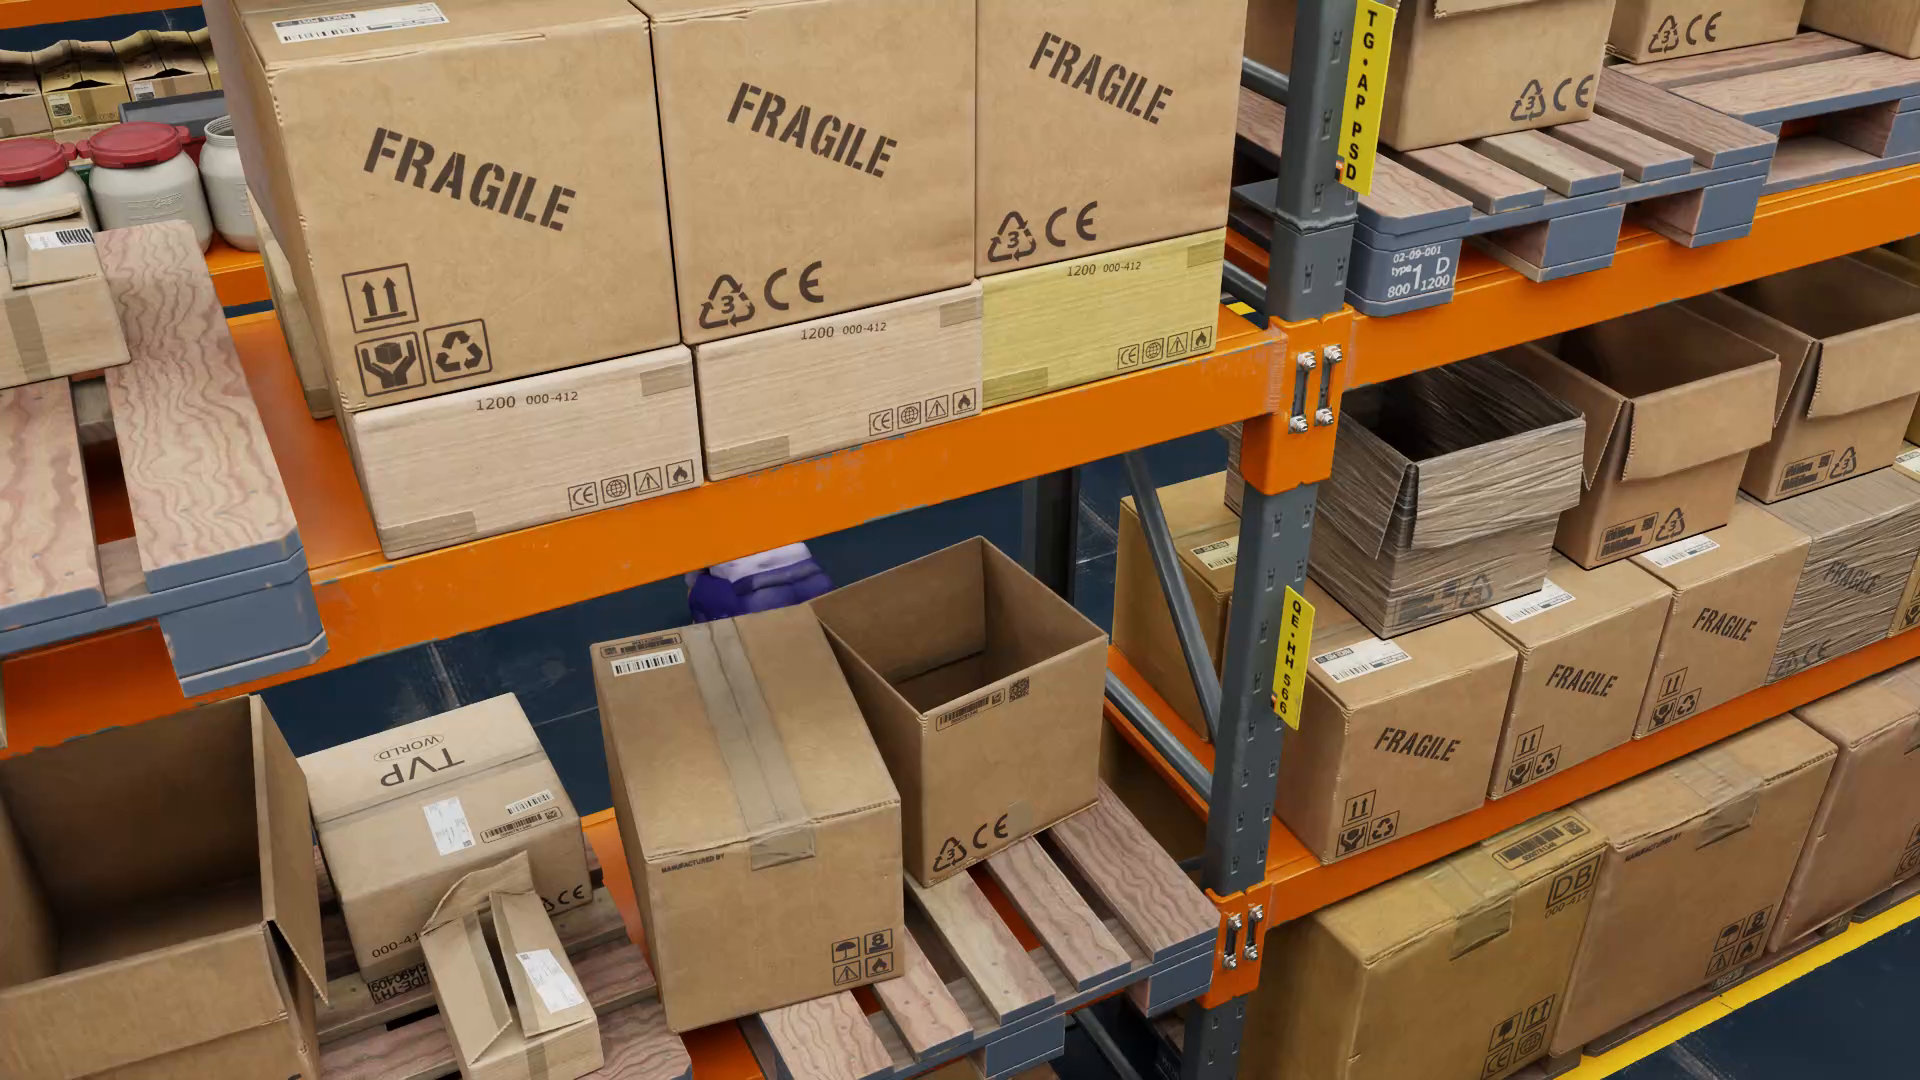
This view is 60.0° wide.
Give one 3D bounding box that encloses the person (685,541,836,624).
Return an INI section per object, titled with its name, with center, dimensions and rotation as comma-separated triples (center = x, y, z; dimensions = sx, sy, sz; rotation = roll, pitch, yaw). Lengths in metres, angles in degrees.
[person]
center = -0.789, 0.256, 6.615
dimensions = 0.509, 0.723, 0.717
rotation = -17, 37, -24
